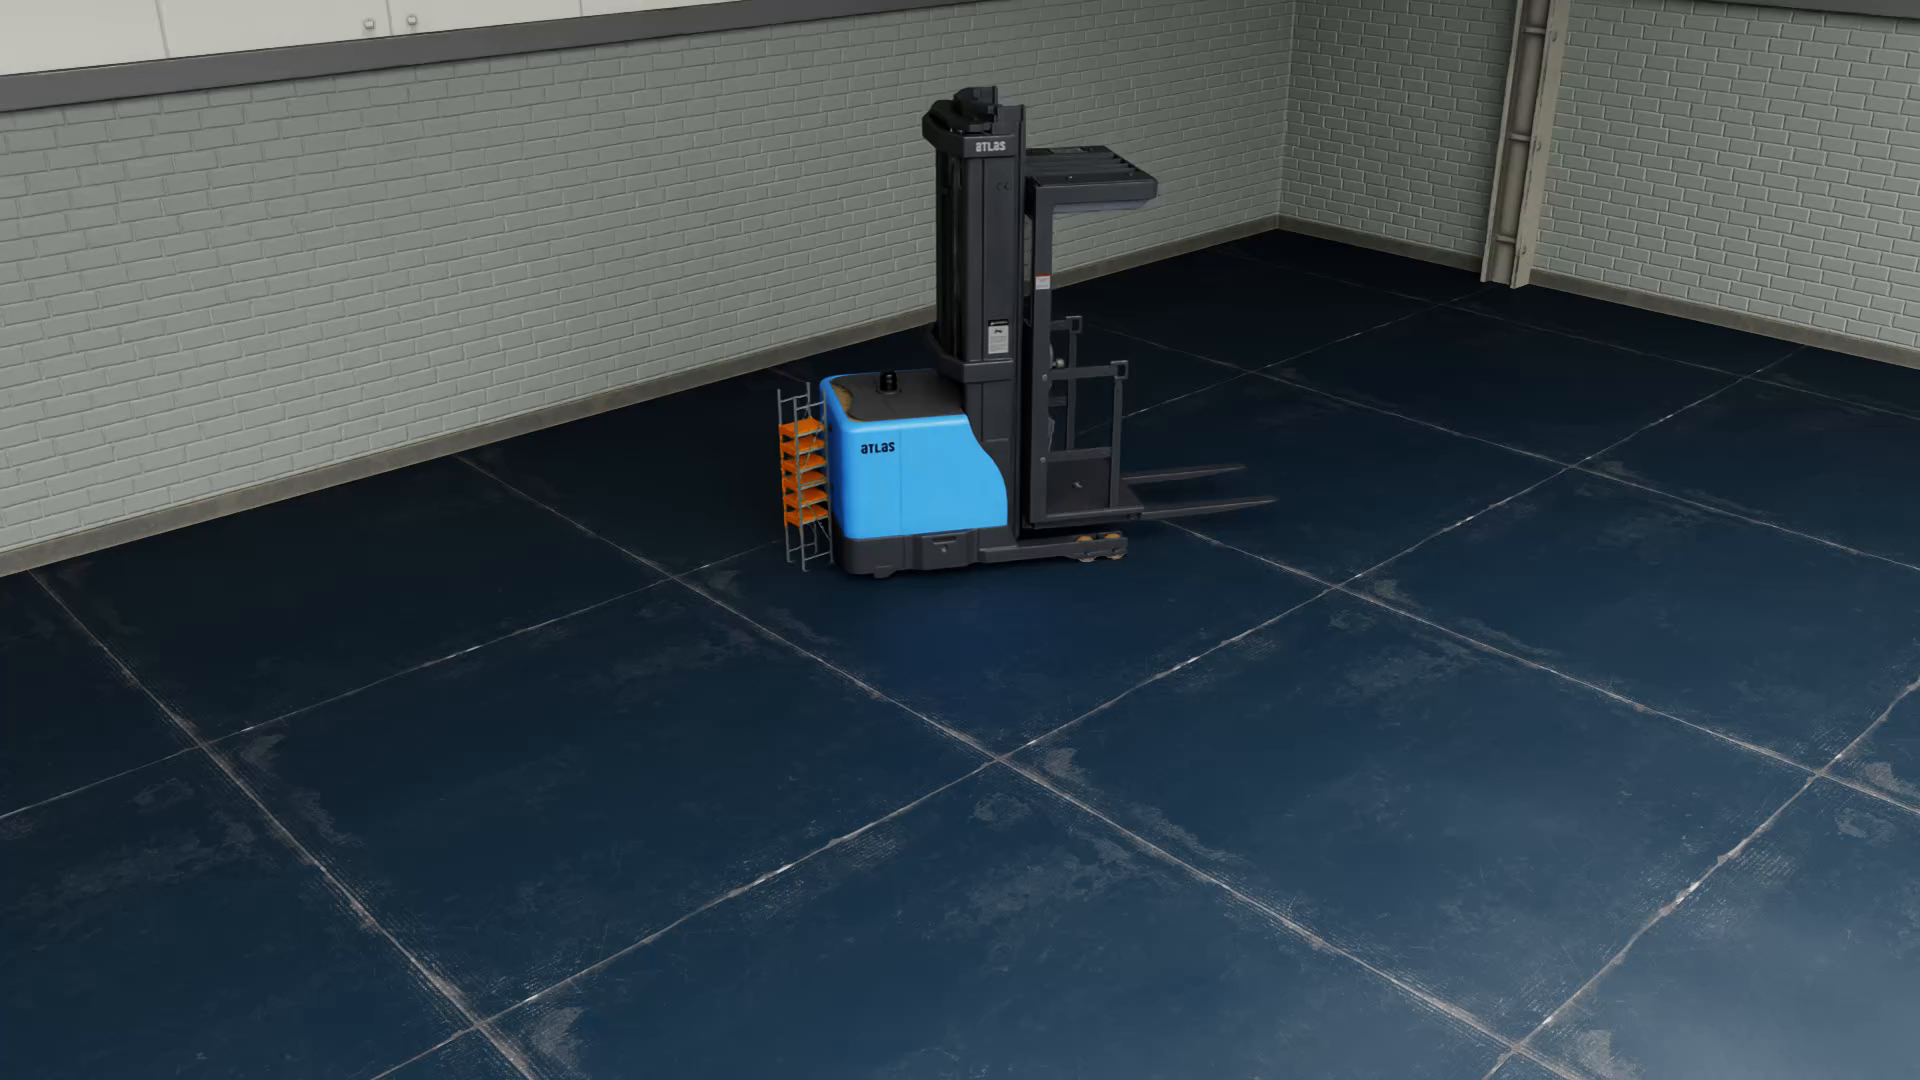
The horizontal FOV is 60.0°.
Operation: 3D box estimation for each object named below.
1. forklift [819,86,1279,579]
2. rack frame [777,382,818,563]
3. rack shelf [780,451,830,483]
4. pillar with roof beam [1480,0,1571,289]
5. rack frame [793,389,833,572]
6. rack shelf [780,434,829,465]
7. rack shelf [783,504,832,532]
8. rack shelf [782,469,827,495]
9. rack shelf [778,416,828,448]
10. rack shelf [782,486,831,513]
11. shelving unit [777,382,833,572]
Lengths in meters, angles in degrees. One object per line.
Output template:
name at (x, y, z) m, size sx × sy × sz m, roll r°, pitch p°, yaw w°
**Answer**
forklift at (0.626, -1.395, 10.776) m, size 3.031 × 2.935 × 1.130 m, roll -6°, pitch 25°, yaw -12°
rack frame at (-1.046, -0.427, 10.739) m, size 0.240 × 1.200 × 0.006 m, roll -18°, pitch 29°, yaw -34°
rack shelf at (-0.990, -0.467, 10.642) m, size 0.258 × 0.103 × 0.180 m, roll -18°, pitch 29°, yaw -34°
pillar with roof beam at (2.442, -5.519, 12.505) m, size 9.100 × 9.000 × 0.400 m, roll -21°, pitch 32°, yaw -38°
rack frame at (-0.933, -0.369, 10.607) m, size 0.240 × 1.200 × 0.006 m, roll -18°, pitch 29°, yaw -34°
rack shelf at (-0.991, -0.576, 10.593) m, size 0.258 × 0.103 × 0.180 m, roll -18°, pitch 29°, yaw -34°
rack shelf at (-0.987, -0.138, 10.789) m, size 0.258 × 0.103 × 0.180 m, roll -18°, pitch 29°, yaw -34°
rack shelf at (-0.989, -0.357, 10.691) m, size 0.258 × 0.103 × 0.180 m, roll -18°, pitch 29°, yaw -34°
rack shelf at (-0.993, -0.686, 10.544) m, size 0.258 × 0.103 × 0.180 m, roll -18°, pitch 29°, yaw -34°
rack shelf at (-0.988, -0.248, 10.740) m, size 0.258 × 0.103 × 0.180 m, roll -18°, pitch 29°, yaw -34°
shelving unit at (-0.990, -0.398, 10.673) m, size 0.258 × 1.200 × 0.189 m, roll -18°, pitch 29°, yaw -34°
